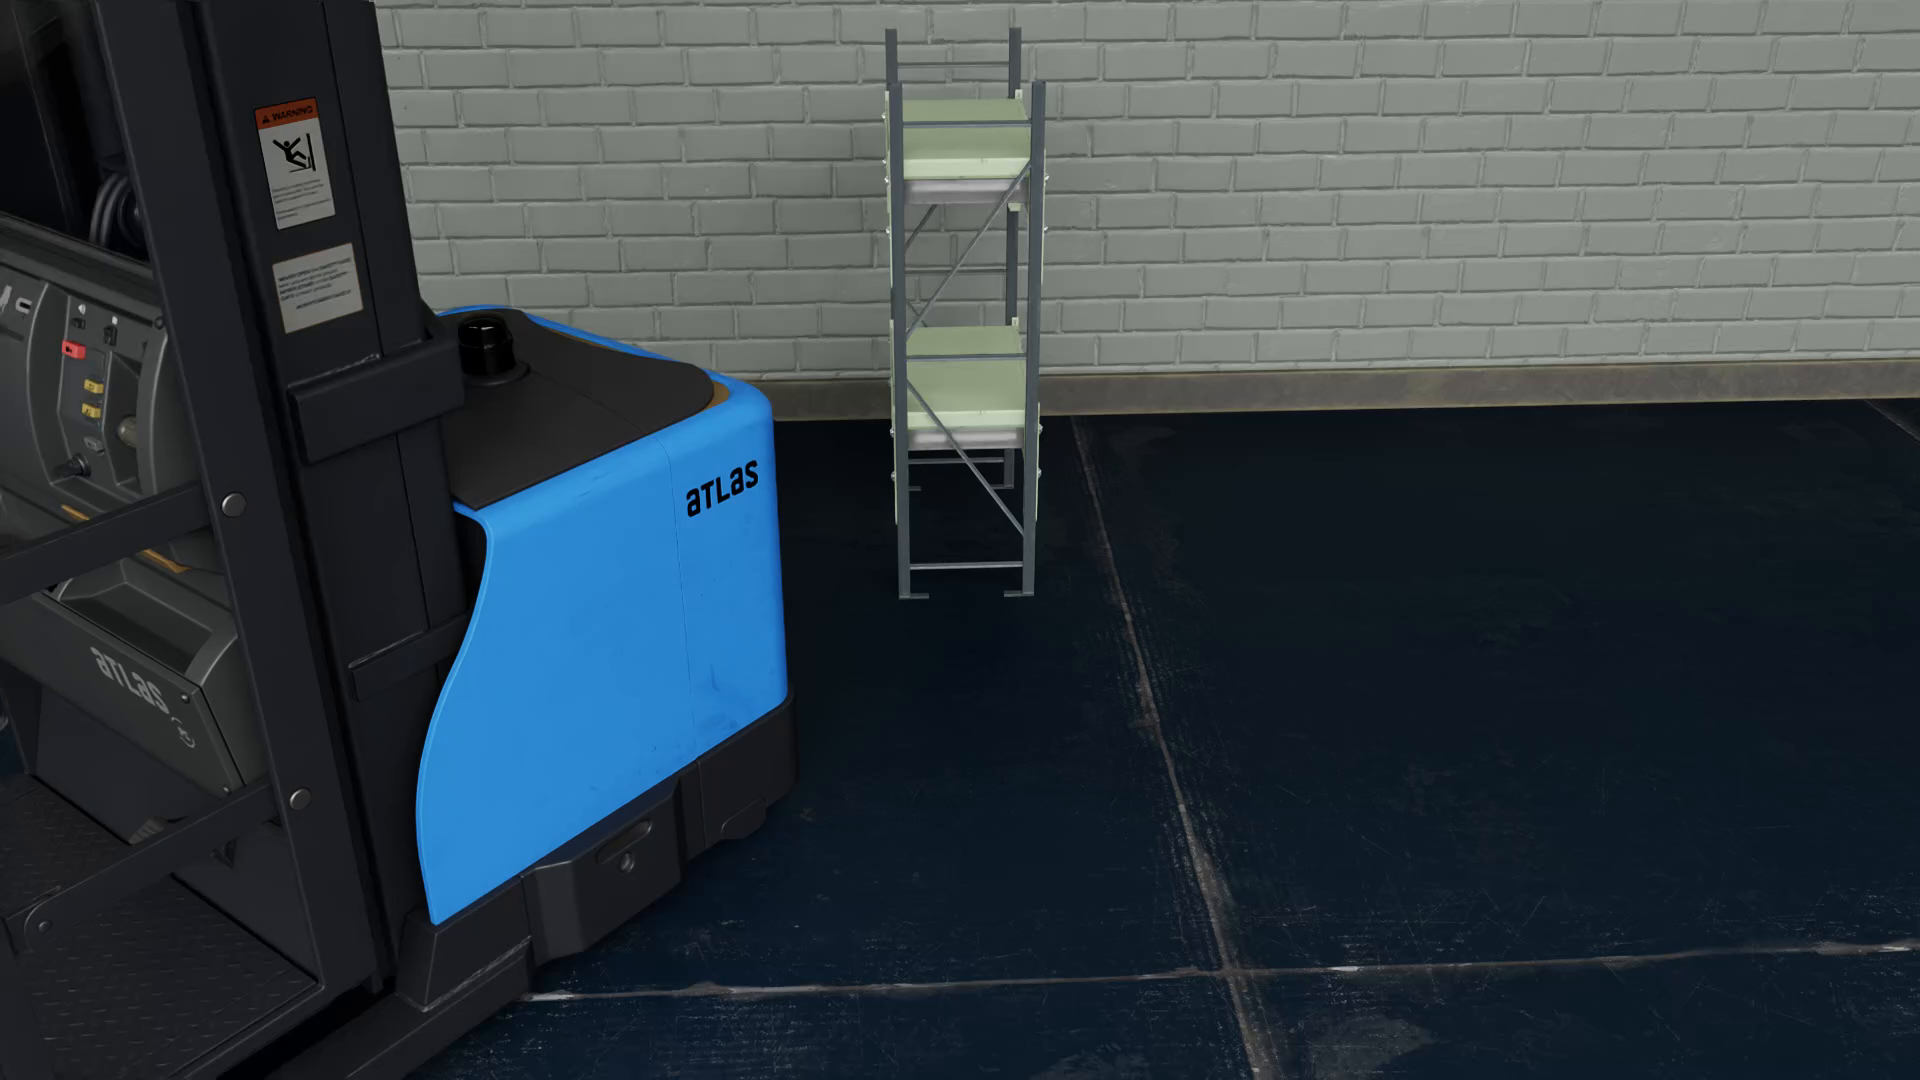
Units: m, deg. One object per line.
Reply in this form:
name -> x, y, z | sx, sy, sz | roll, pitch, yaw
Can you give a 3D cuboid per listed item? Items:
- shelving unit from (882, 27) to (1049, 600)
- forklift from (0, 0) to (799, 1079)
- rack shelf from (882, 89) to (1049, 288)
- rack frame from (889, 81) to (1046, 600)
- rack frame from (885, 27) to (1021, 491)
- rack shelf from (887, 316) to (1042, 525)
shelving unit -> 0.000, -0.668, 4.909 | 0.431, 1.500, 0.755 | -1, 28, -3
forklift -> -1.679, -0.265, 2.588 | 1.130, 2.935, 3.031 | 19, 33, 33
rack shelf -> 0.000, -1.014, 4.729 | 0.431, 0.370, 0.720 | -1, 28, -3
rack frame -> 0.019, -0.499, 4.585 | 0.400, 1.500, 0.023 | -1, 28, -3
rack frame -> -0.019, -0.837, 5.233 | 0.400, 1.500, 0.023 | -1, 28, -3
rack shelf -> 0.000, -0.379, 5.060 | 0.431, 0.370, 0.720 | -1, 28, -3
